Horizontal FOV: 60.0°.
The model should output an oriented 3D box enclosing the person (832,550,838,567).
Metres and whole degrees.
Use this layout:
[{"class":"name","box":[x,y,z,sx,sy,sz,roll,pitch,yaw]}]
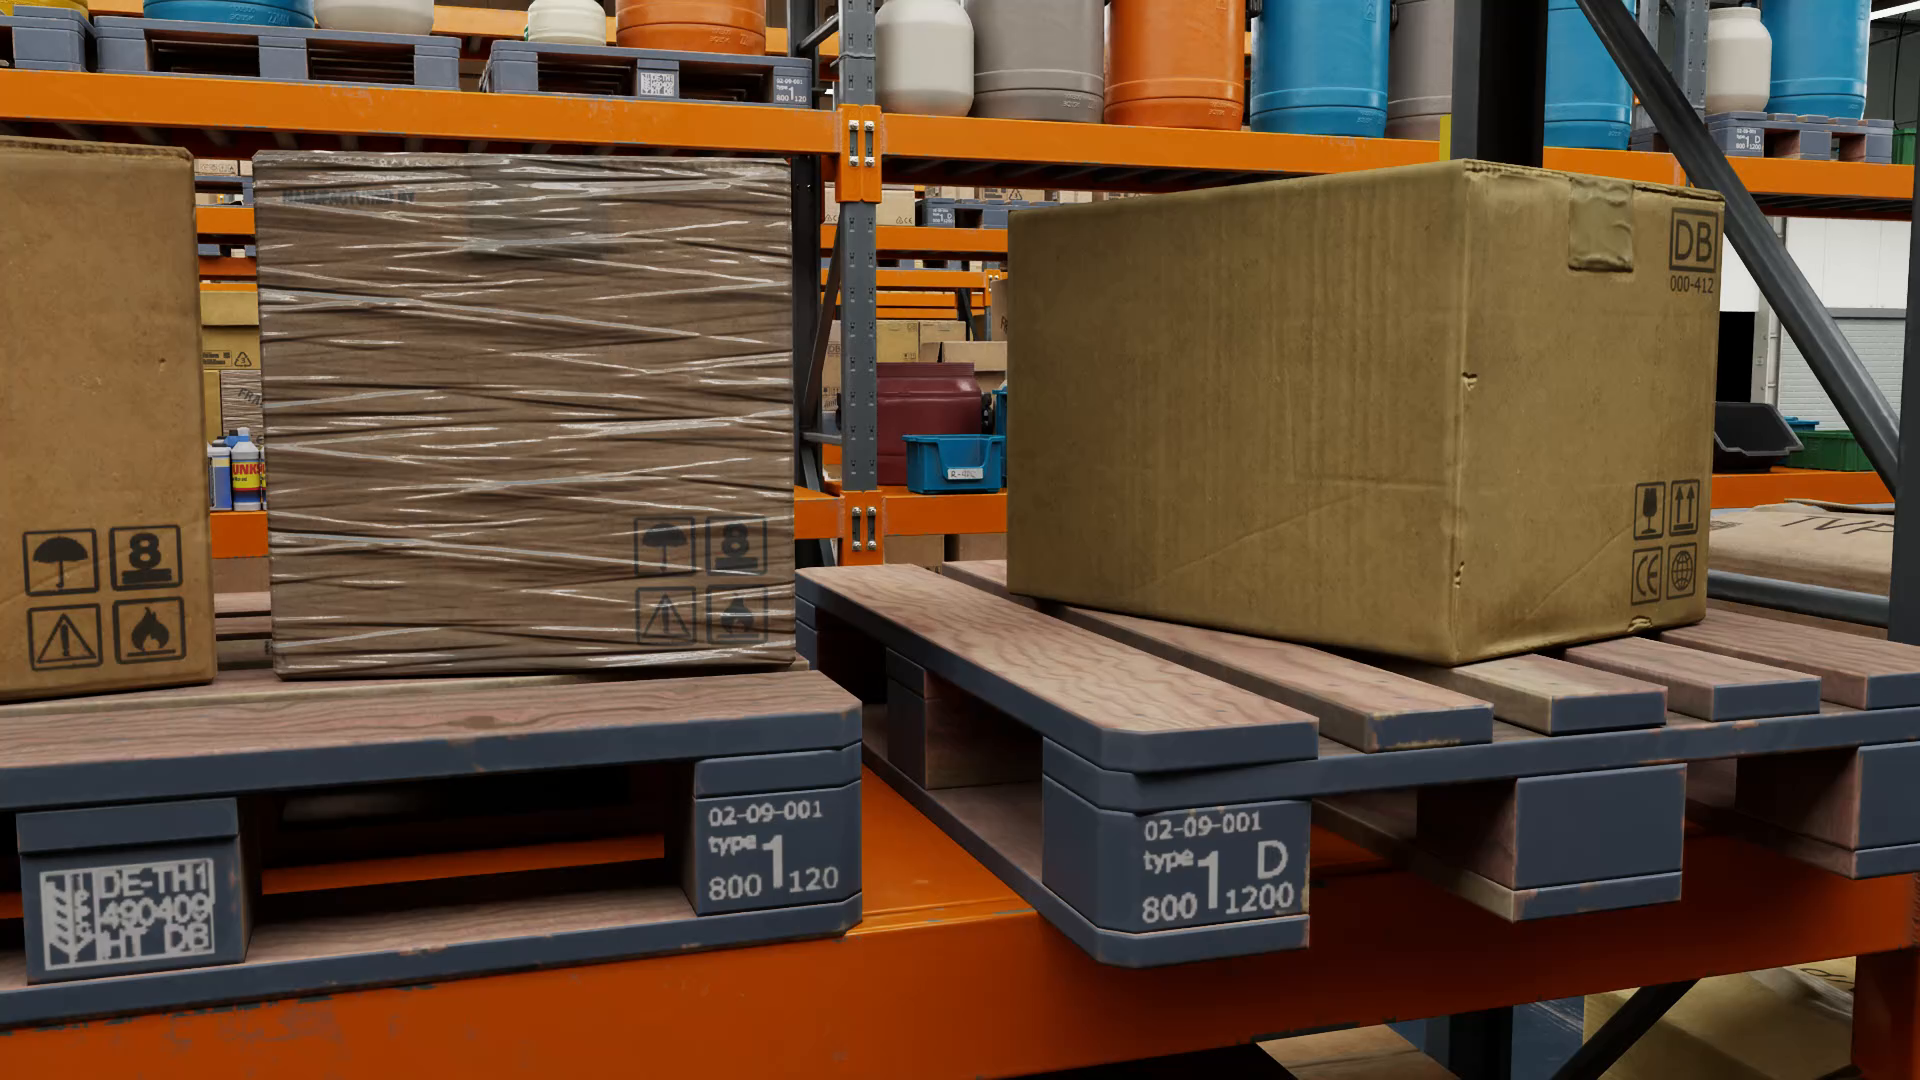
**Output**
[{"class":"person","box":[-0.839,0.383,9.375,0.855,0.949,0.516,-2,6,-19]}]
